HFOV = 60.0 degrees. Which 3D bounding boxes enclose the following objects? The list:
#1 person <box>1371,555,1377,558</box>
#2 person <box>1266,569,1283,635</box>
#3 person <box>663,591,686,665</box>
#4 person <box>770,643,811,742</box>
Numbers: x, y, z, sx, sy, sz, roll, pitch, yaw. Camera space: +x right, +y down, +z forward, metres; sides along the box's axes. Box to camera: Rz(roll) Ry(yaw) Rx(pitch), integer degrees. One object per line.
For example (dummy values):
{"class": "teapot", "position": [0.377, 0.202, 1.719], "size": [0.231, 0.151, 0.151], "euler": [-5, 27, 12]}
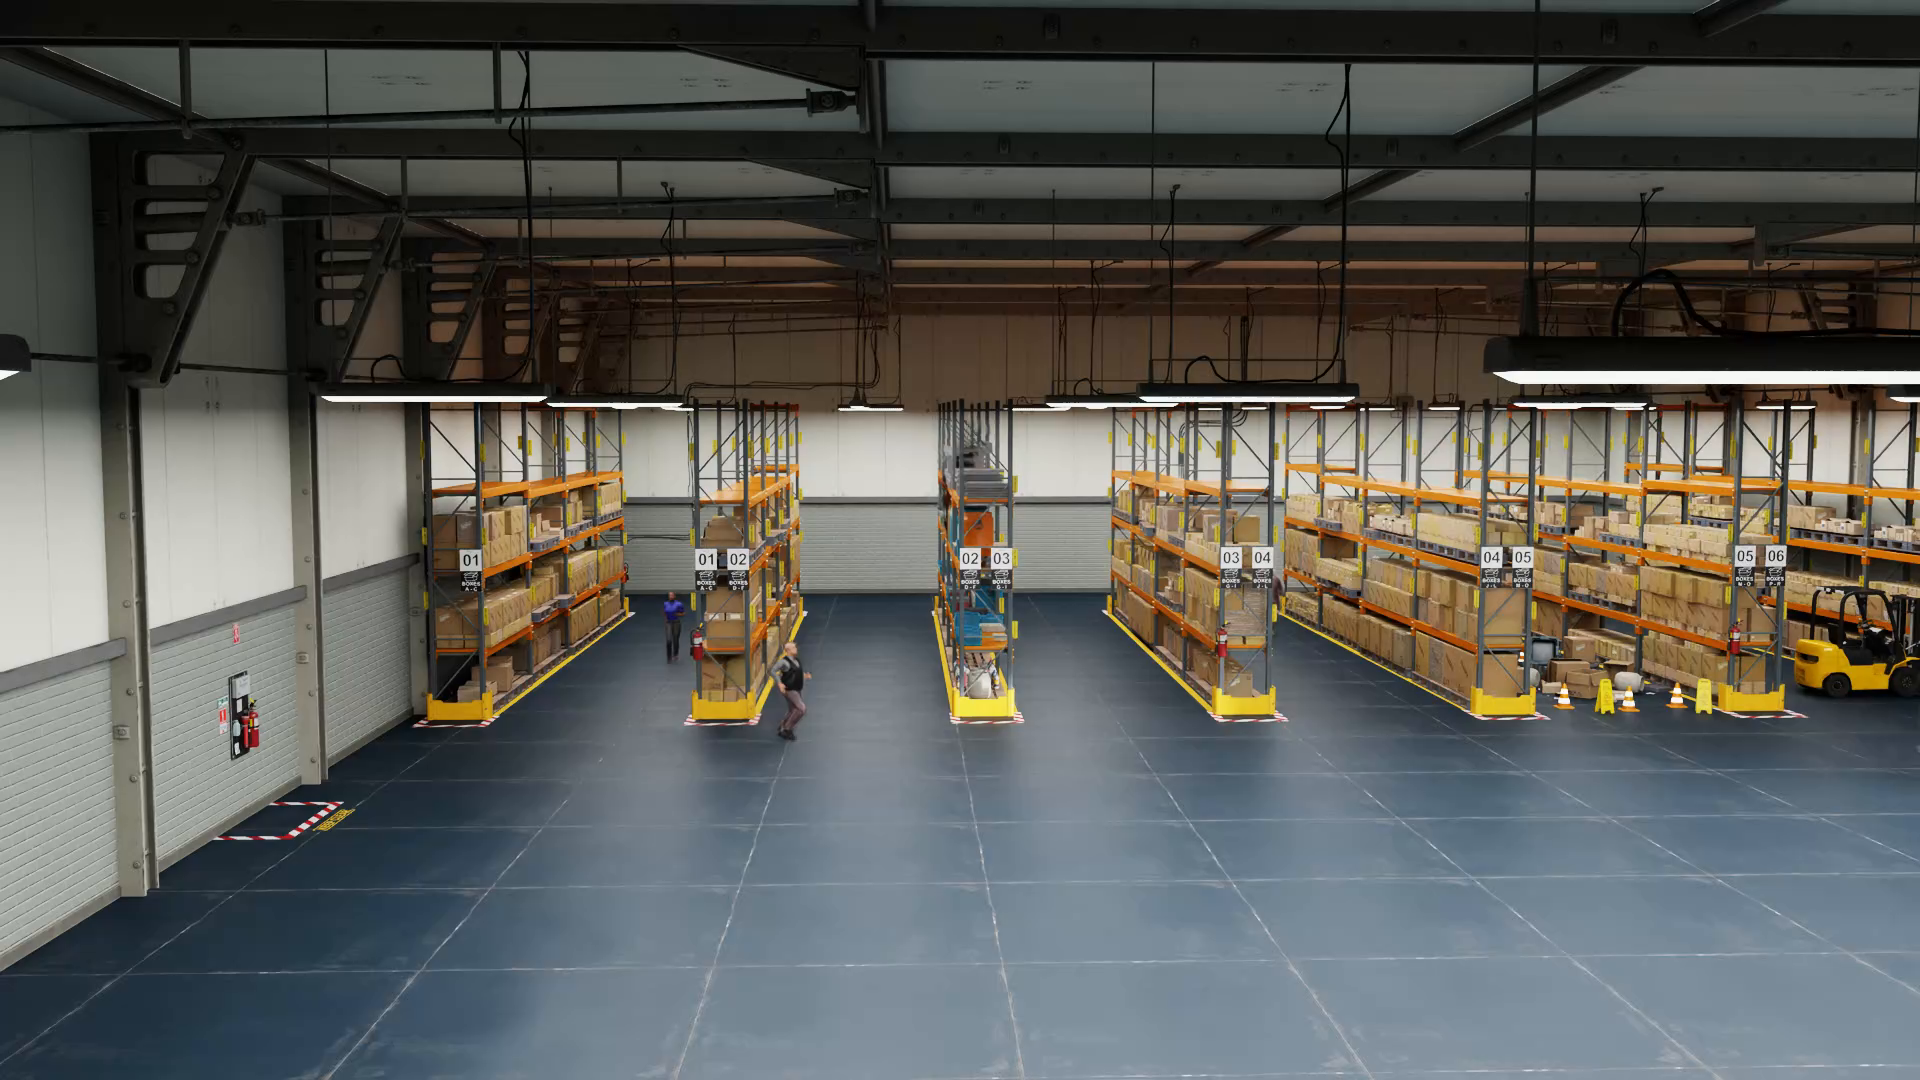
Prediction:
{"class": "person", "position": [11.475, 1.320, 46.193], "size": [0.658, 1.789, 0.931], "euler": [0, 4, -5]}
{"class": "person", "position": [8.058, 1.611, 43.157], "size": [0.712, 1.691, 0.636], "euler": [-1, 4, -7]}
{"class": "person", "position": [-6.560, 2.020, 38.159], "size": [0.546, 1.725, 0.756], "euler": [0, 4, -2]}
{"class": "person", "position": [-2.924, 2.656, 29.110], "size": [0.694, 1.721, 0.634], "euler": [2, 5, 22]}
